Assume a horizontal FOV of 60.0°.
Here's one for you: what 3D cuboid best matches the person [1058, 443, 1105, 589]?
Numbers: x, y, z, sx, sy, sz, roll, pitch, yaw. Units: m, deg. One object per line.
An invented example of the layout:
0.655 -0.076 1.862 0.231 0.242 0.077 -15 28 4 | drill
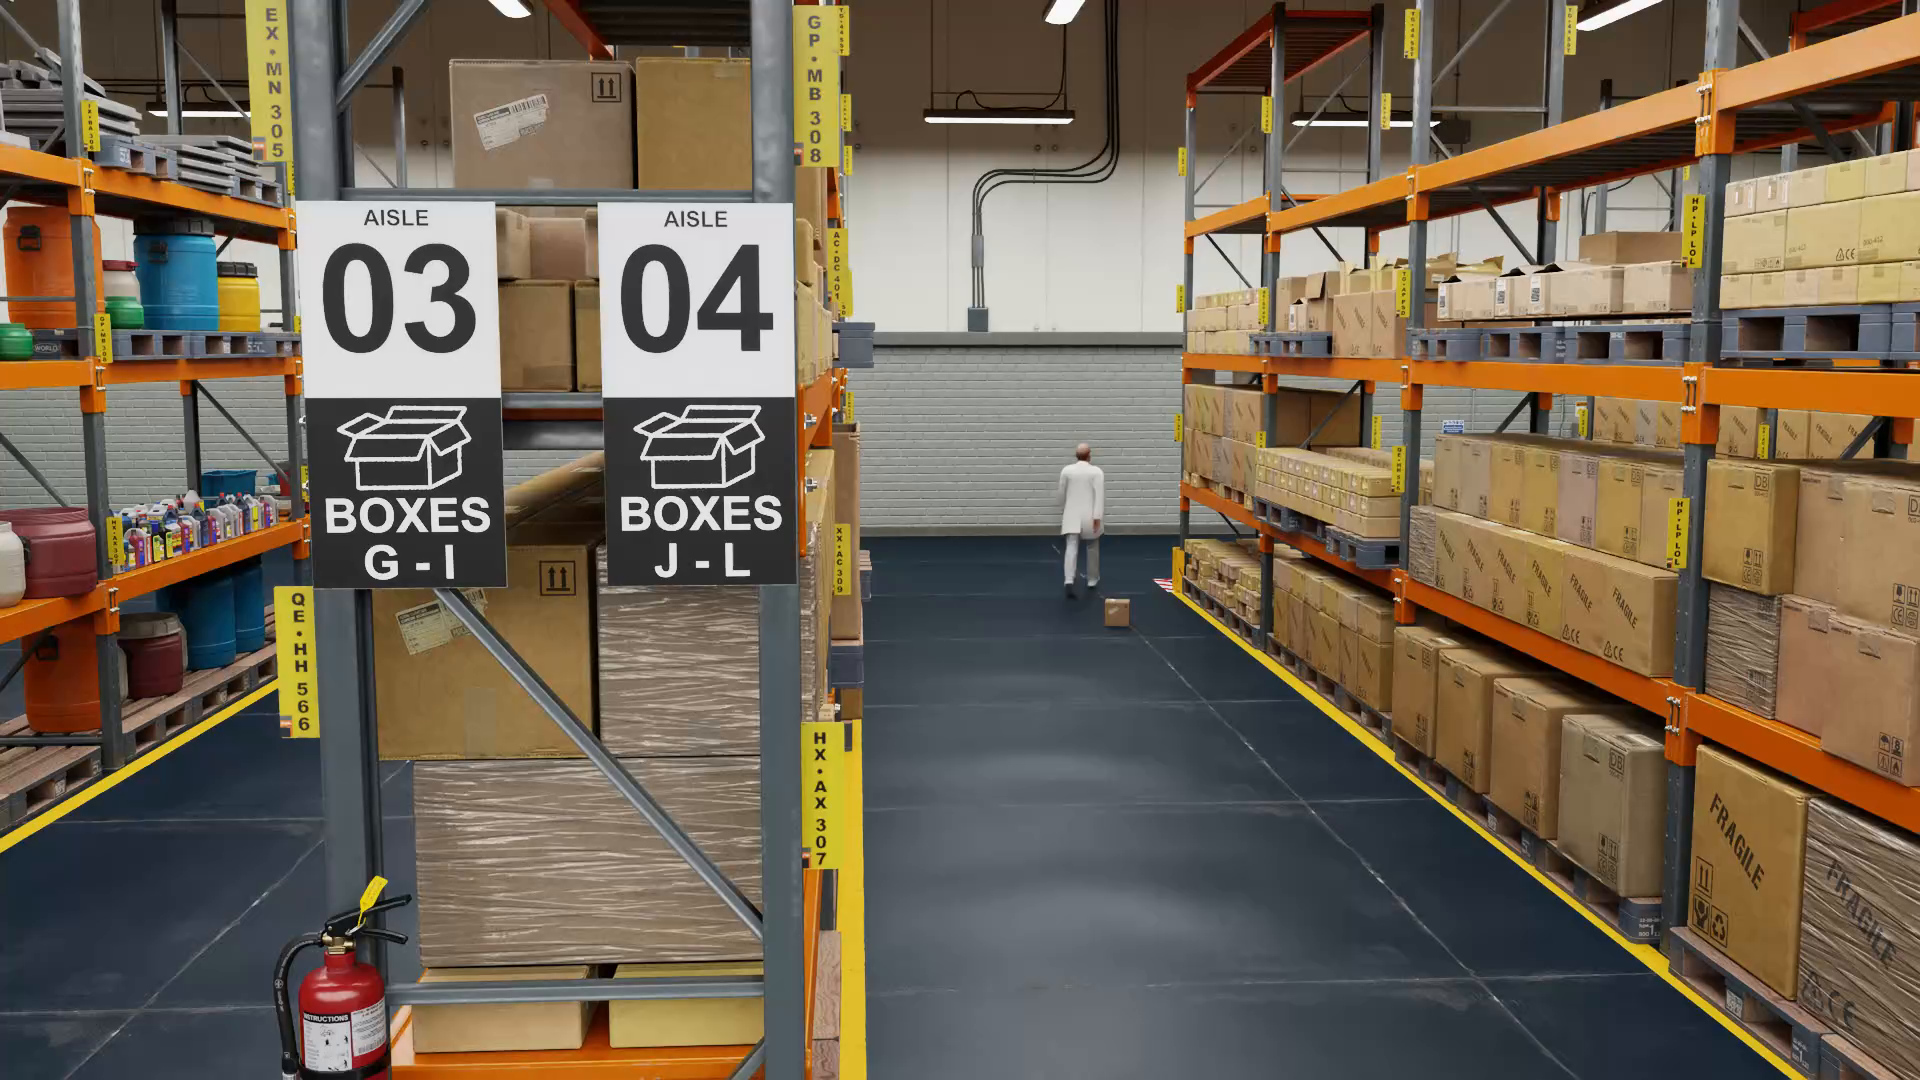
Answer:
1.438 -0.285 19.701 0.574 1.726 1.146 1 7 10 | person
